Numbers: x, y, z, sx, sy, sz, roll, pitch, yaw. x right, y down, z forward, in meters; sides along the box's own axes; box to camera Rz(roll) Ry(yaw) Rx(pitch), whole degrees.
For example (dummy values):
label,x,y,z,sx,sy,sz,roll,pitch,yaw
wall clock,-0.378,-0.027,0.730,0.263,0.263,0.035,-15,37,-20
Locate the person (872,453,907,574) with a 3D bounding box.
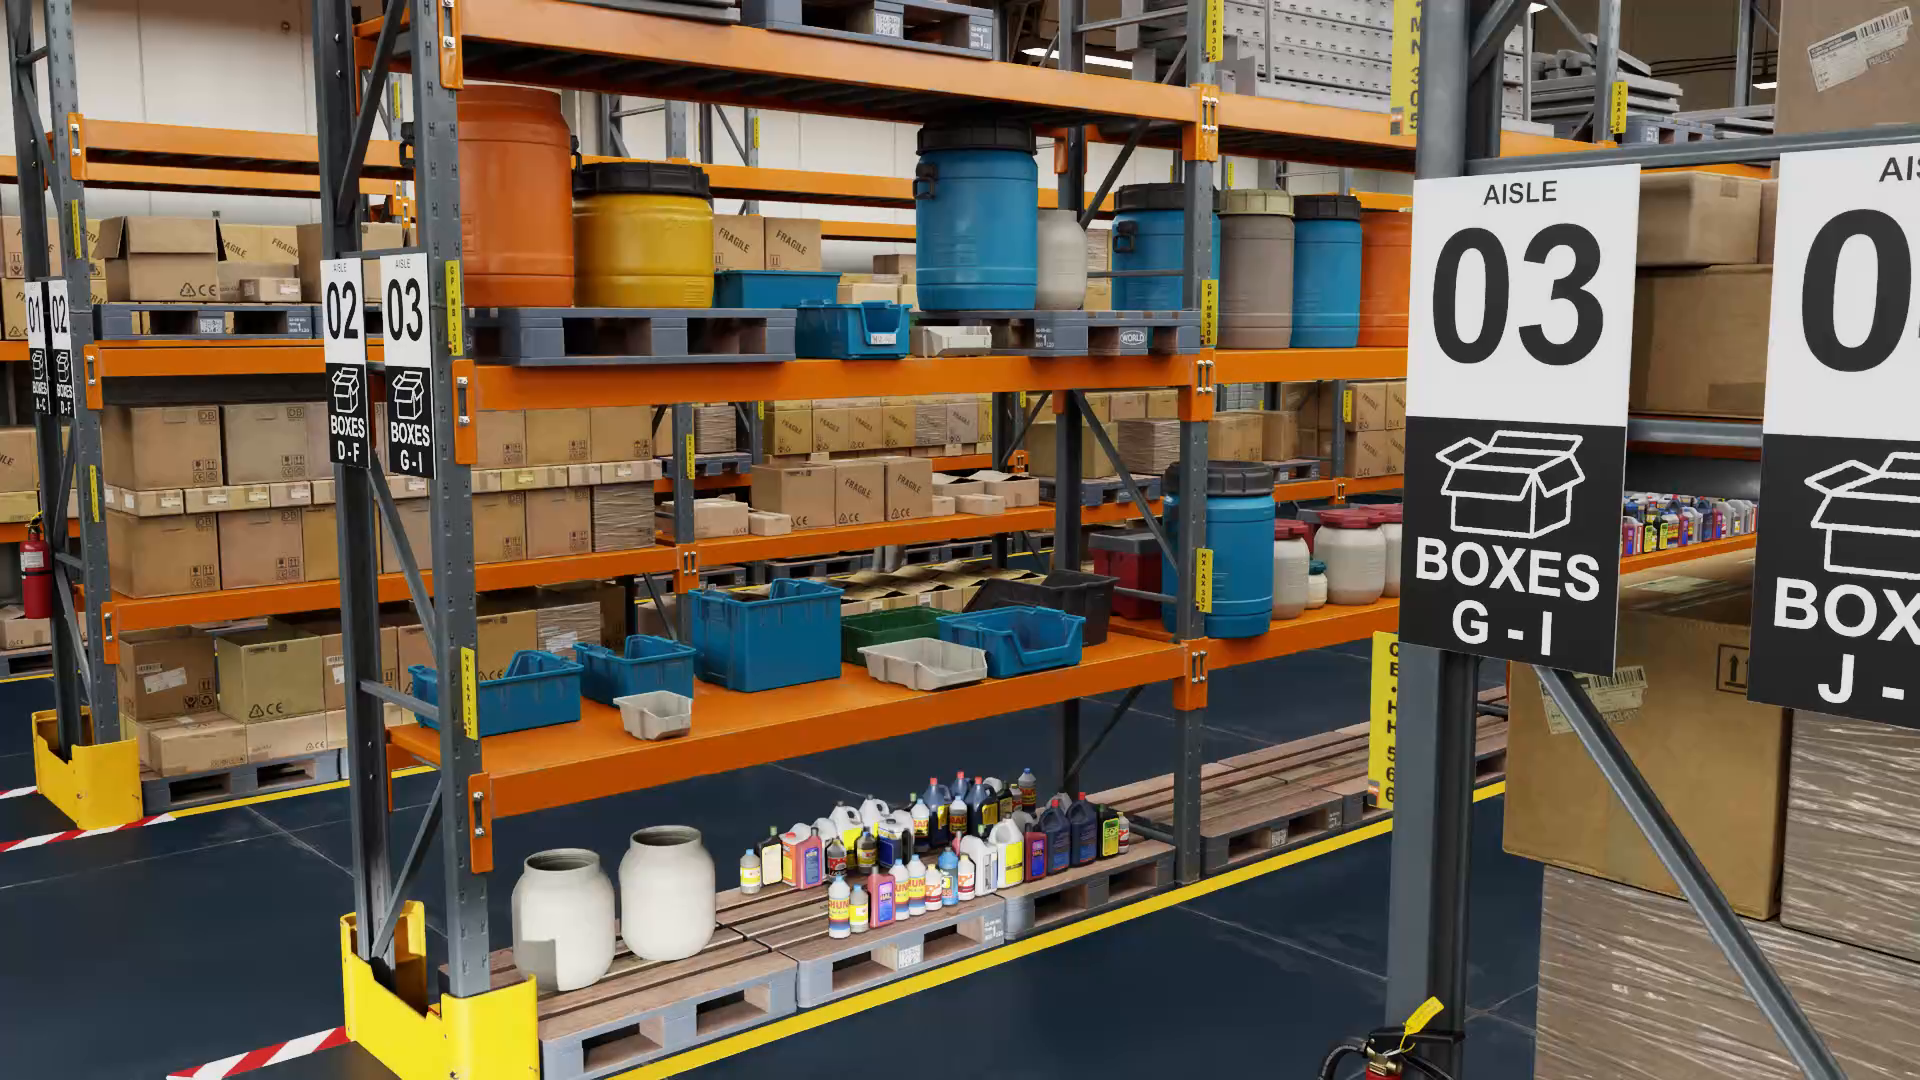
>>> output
label,x,y,z,sx,sy,sz,roll,pitch,yaw
person,-0.720,-0.029,16.520,0.416,1.671,0.514,-7,10,-44
